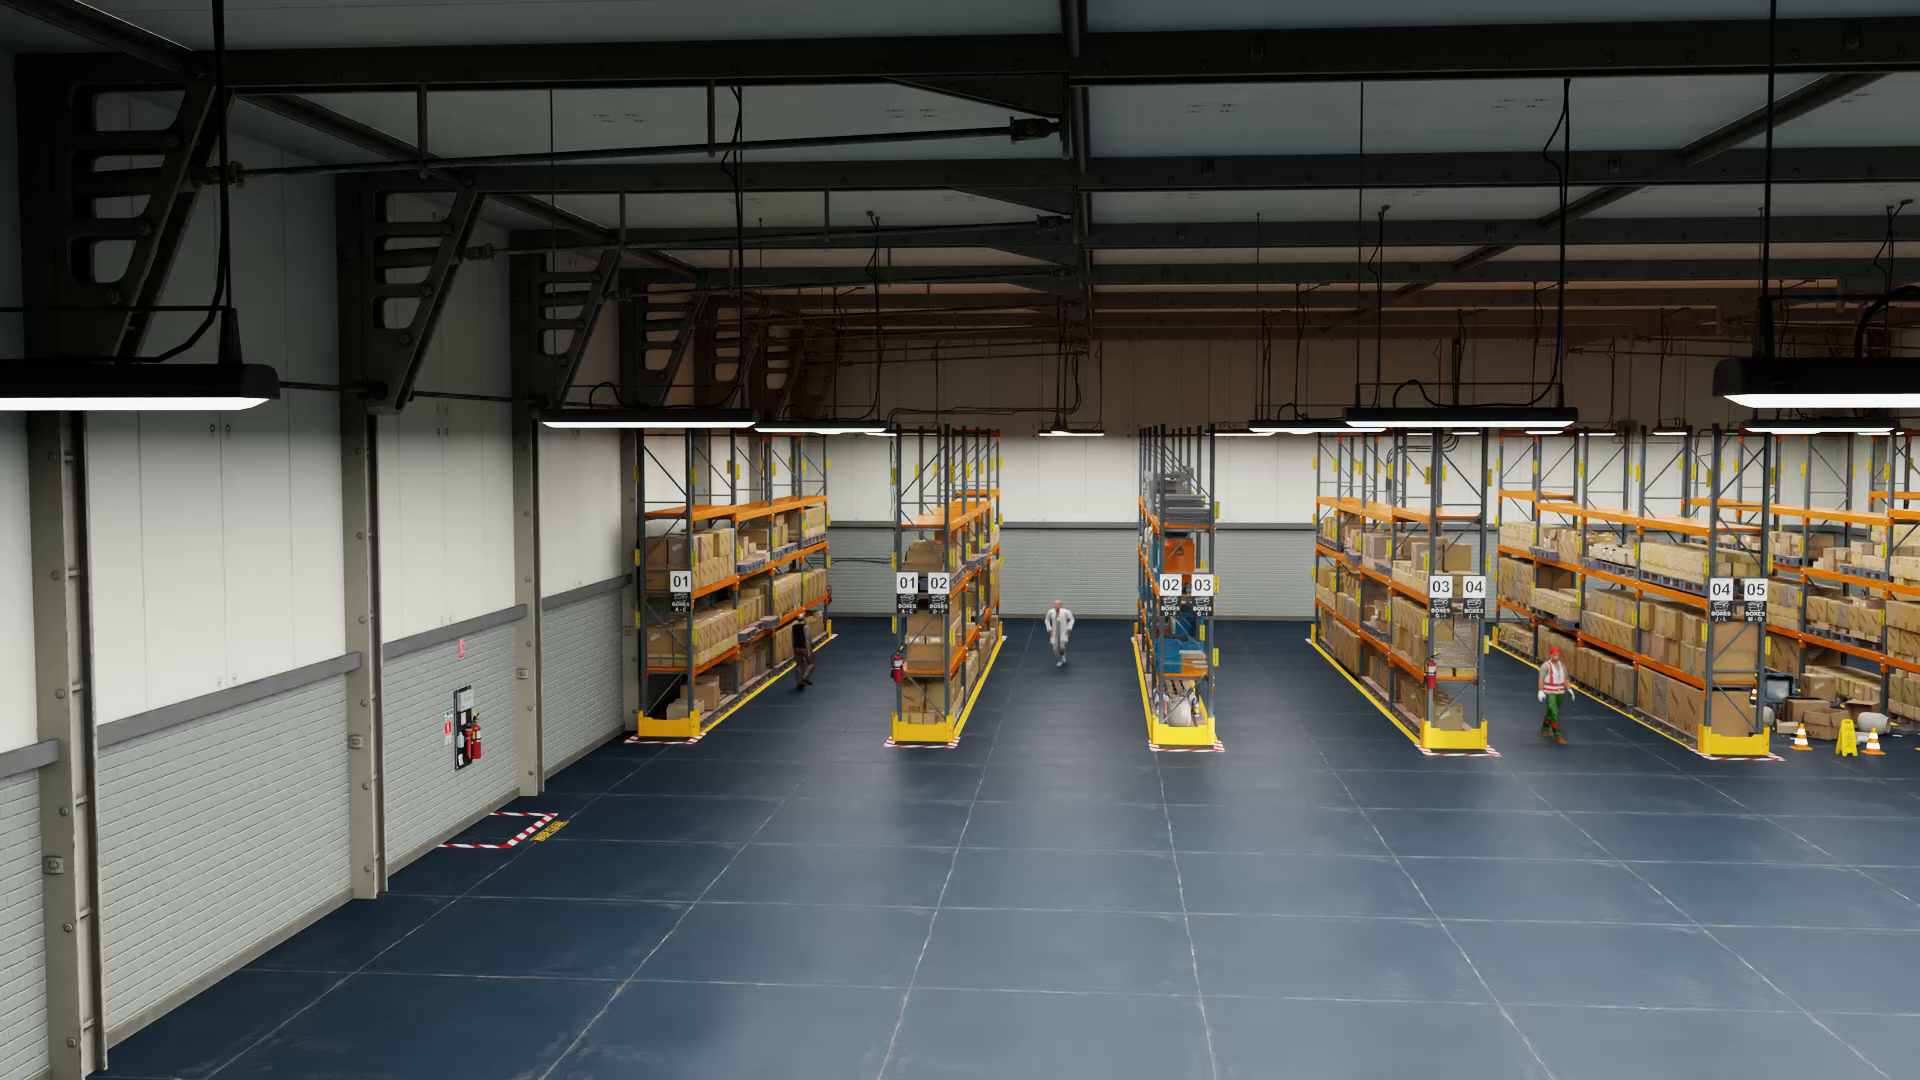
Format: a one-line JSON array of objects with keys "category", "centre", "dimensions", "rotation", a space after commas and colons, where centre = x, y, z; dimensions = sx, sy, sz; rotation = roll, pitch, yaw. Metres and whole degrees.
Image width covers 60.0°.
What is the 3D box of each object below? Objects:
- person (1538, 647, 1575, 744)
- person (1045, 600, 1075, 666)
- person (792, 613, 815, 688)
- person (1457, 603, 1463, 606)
[{"category": "person", "centre": [11.290, 2.913, 31.502], "dimensions": [0.547, 1.779, 0.853], "rotation": [-1, 4, -21]}, {"category": "person", "centre": [2.508, 2.337, 41.818], "dimensions": [0.753, 1.679, 0.628], "rotation": [1, 4, 12]}, {"category": "person", "centre": [-3.634, 2.529, 38.234], "dimensions": [0.570, 1.709, 0.464], "rotation": [1, 4, 21]}, {"category": "person", "centre": [14.720, 1.955, 48.387], "dimensions": [0.509, 1.608, 1.006], "rotation": [2, 4, 31]}]
